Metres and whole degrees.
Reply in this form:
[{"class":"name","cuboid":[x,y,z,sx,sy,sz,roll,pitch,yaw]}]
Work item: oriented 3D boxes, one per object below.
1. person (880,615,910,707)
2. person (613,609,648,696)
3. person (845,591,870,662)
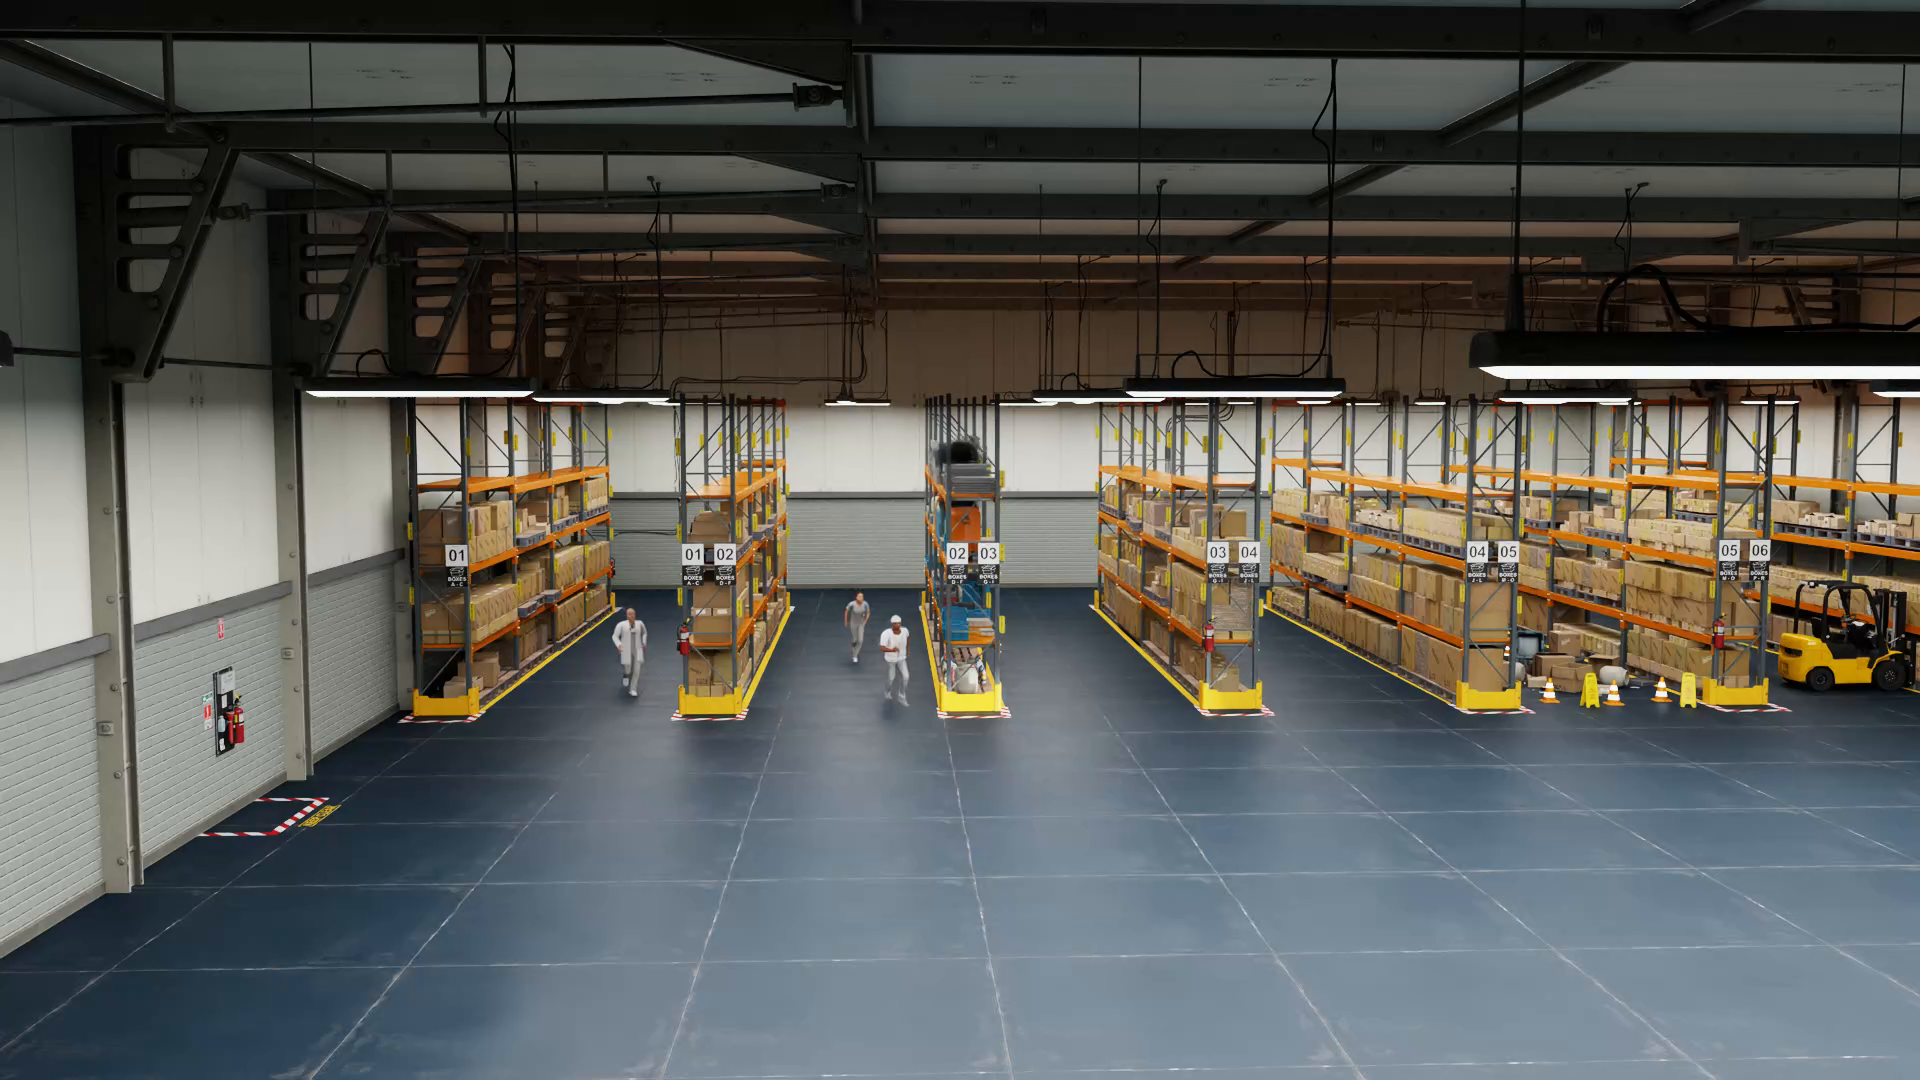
[{"class":"person","cuboid":[-1.246,2.318,32.028,0.685,1.771,0.872,-2,5,-21]},{"class":"person","cuboid":[-6.602,2.233,33.353,0.721,1.736,0.806,-2,5,-22]},{"class":"person","cuboid":[-2.340,1.943,37.810,0.560,1.605,0.629,-2,5,-19]}]
